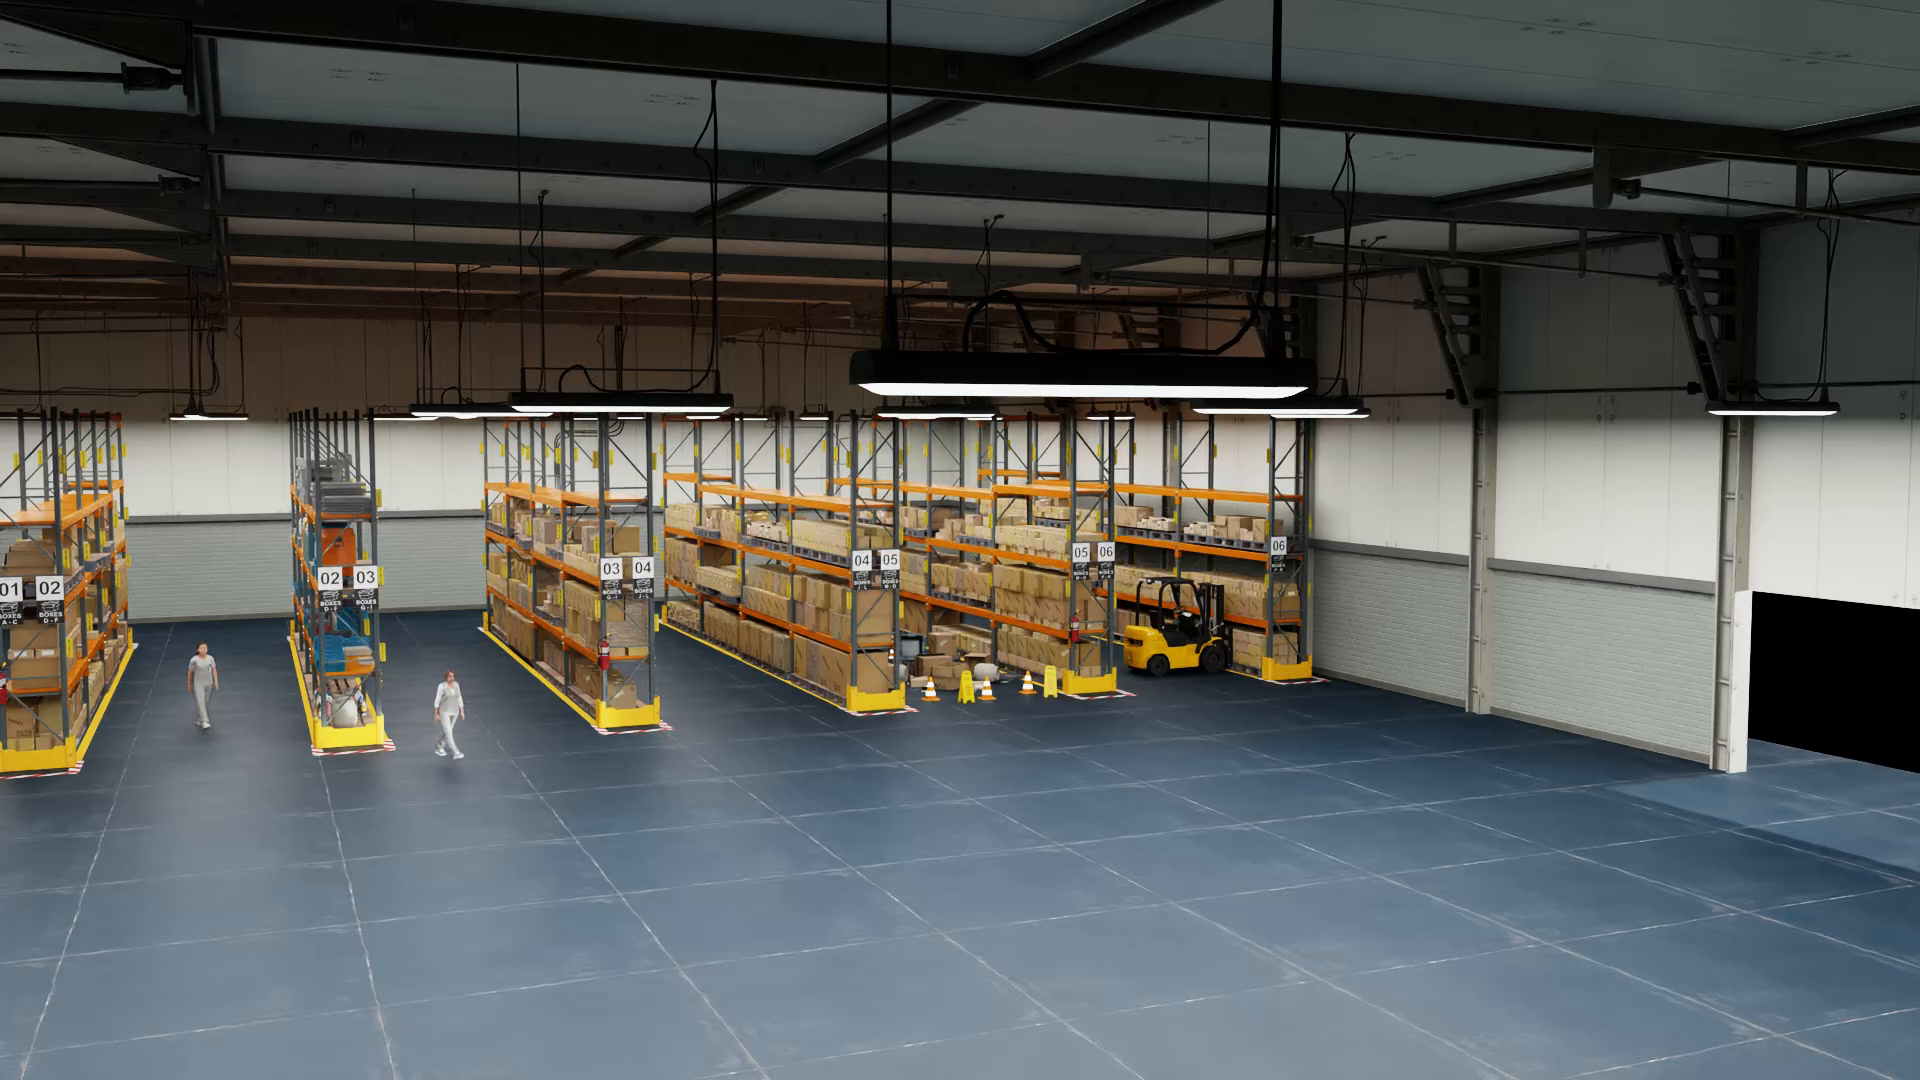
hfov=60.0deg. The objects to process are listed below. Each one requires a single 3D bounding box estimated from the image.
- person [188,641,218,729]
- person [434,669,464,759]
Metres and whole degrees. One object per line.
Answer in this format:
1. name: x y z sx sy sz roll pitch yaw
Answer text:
1. person: -14.142 2.717 31.120 1.042 1.594 0.486 3 5 38
2. person: -8.650 2.952 28.244 1.022 1.532 0.430 3 5 35
